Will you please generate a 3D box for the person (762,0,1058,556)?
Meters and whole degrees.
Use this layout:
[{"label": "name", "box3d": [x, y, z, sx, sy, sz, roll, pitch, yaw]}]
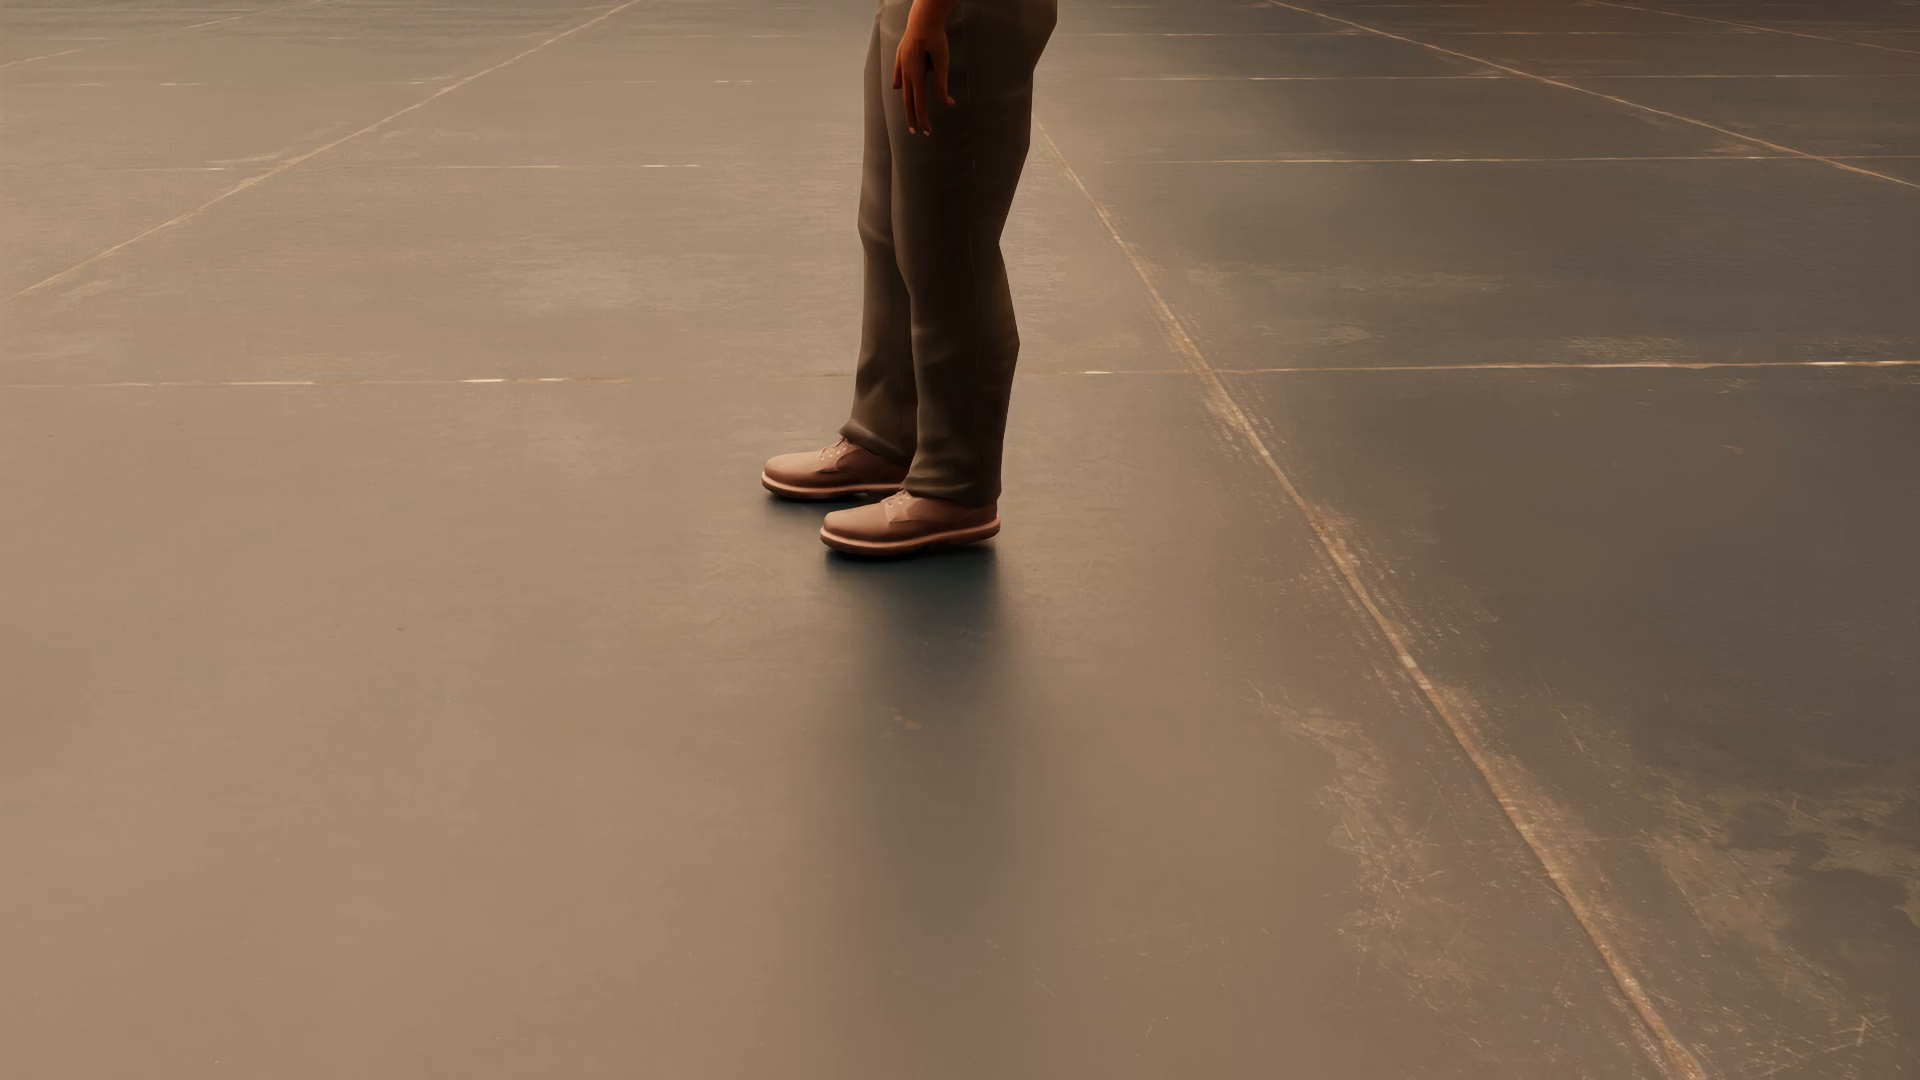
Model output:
[{"label": "person", "box3d": [-0.088, -0.782, 2.446, 0.504, 1.654, 0.569, -1, 21, -3]}]
